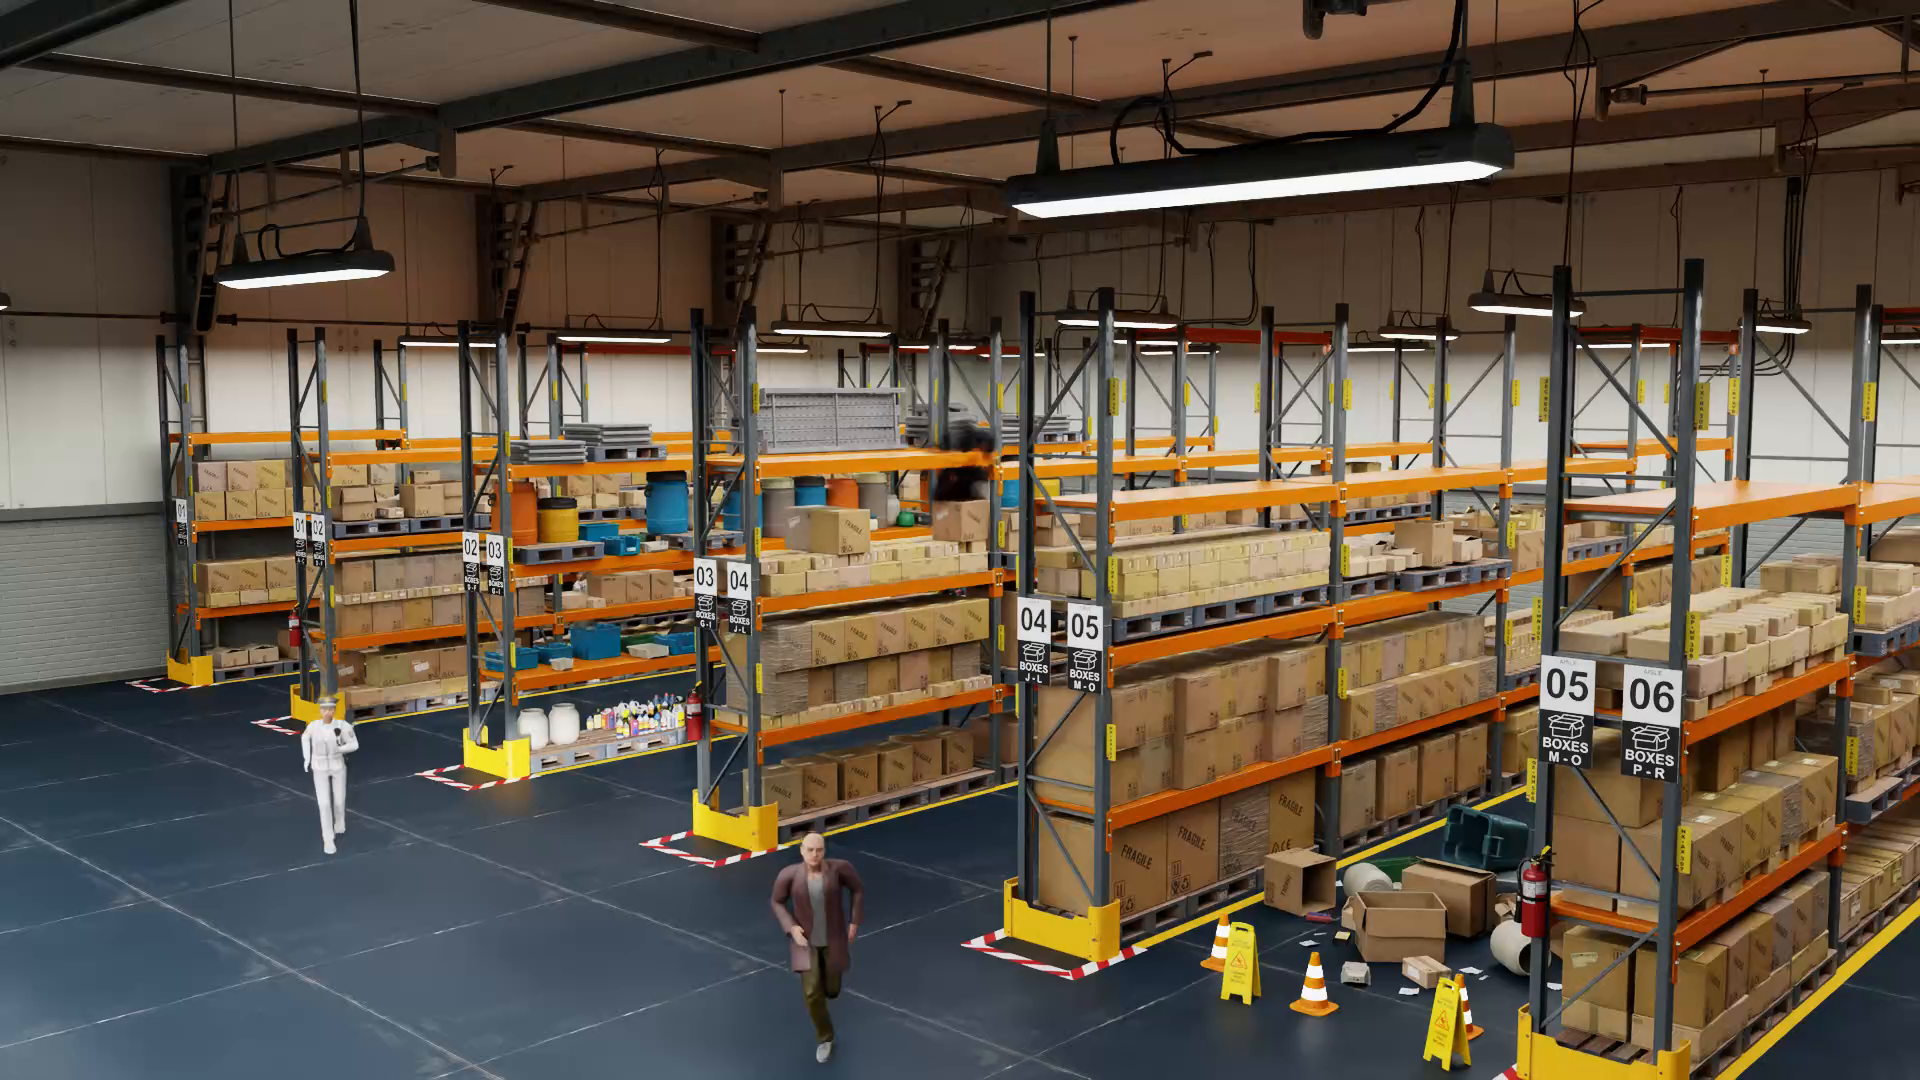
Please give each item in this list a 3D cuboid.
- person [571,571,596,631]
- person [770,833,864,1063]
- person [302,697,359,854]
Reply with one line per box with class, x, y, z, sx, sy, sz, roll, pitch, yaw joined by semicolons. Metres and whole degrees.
person;-7.265;1.343;32.008;0.611;1.684;0.720;4;6;34
person;-1.116;3.109;12.993;0.737;1.747;0.769;-1;5;-9
person;-7.011;2.558;18.533;0.608;1.679;0.924;-2;6;-18
